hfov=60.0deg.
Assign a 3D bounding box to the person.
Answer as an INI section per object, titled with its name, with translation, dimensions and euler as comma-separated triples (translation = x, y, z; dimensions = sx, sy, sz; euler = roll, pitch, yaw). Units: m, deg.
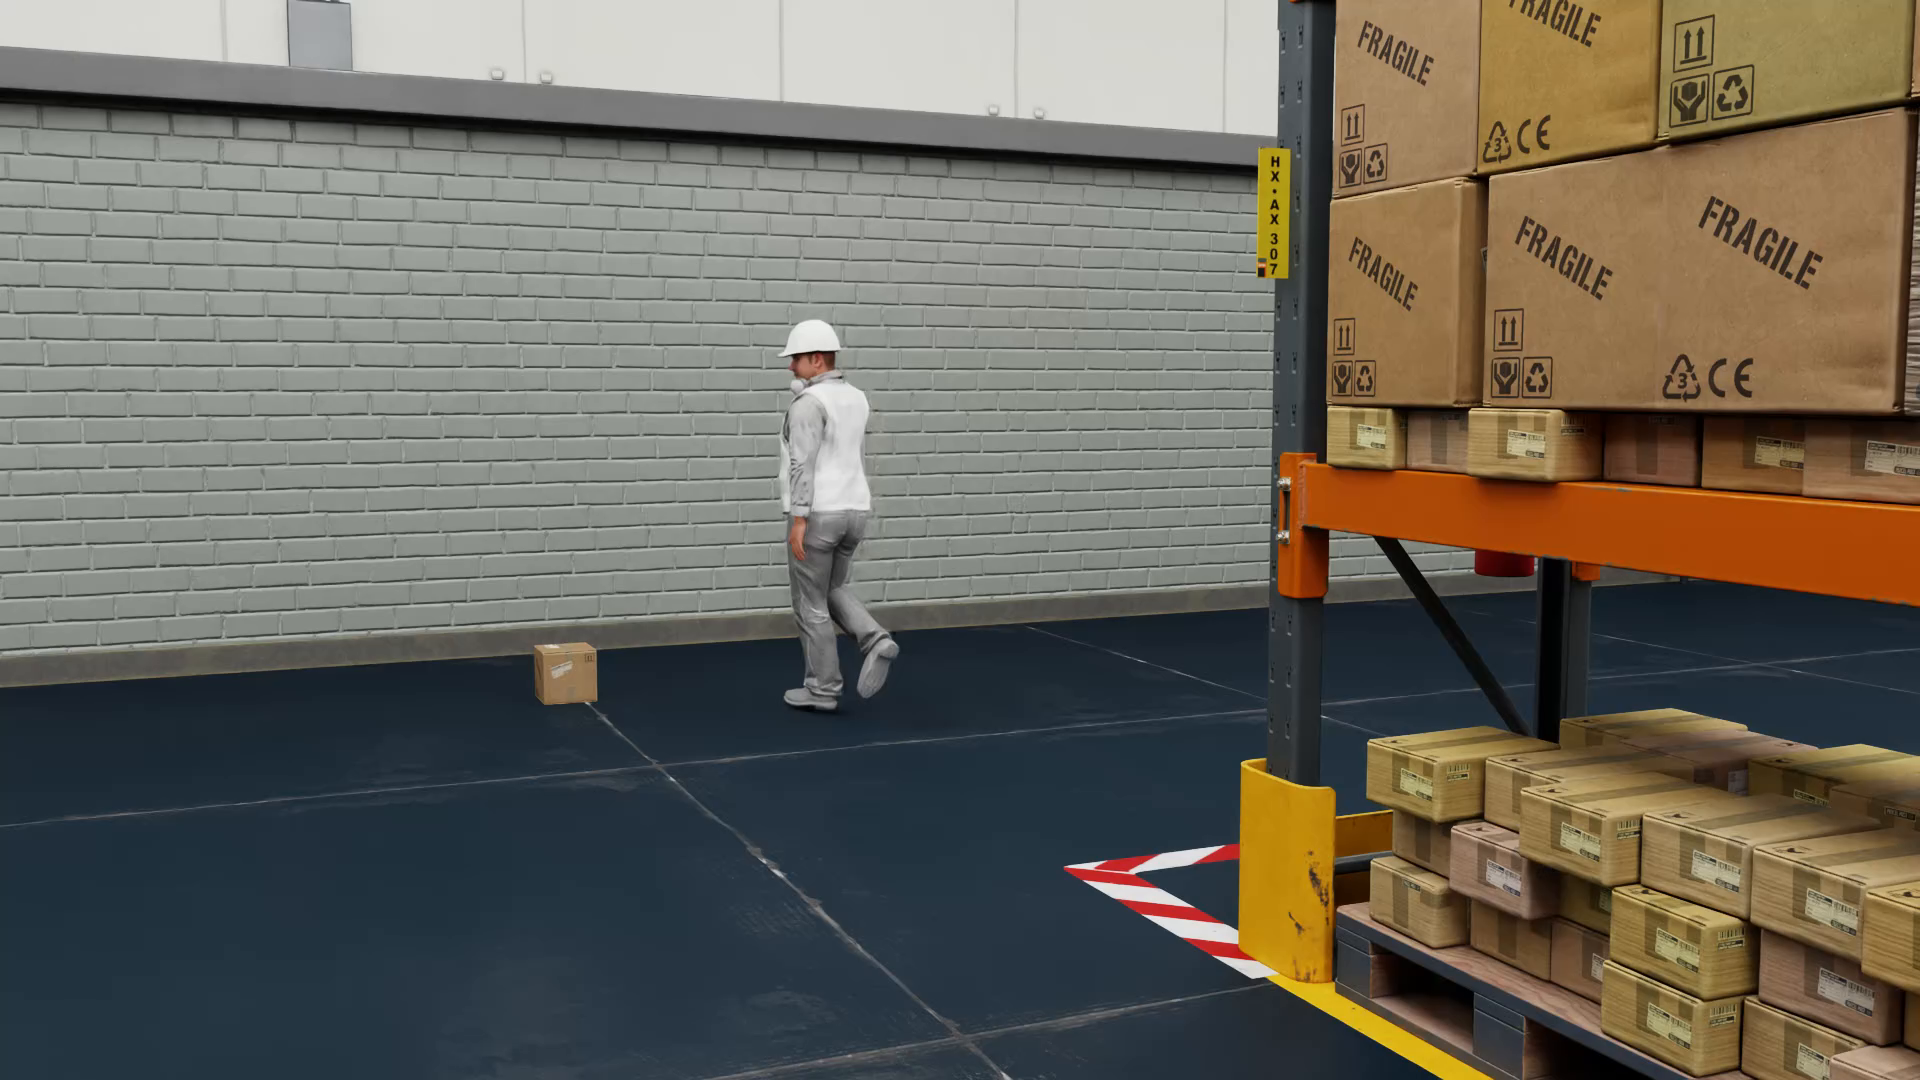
[person]
translation = -0.576, -0.109, 7.544
dimensions = 0.551, 1.765, 0.554
euler = 3, 6, 33
